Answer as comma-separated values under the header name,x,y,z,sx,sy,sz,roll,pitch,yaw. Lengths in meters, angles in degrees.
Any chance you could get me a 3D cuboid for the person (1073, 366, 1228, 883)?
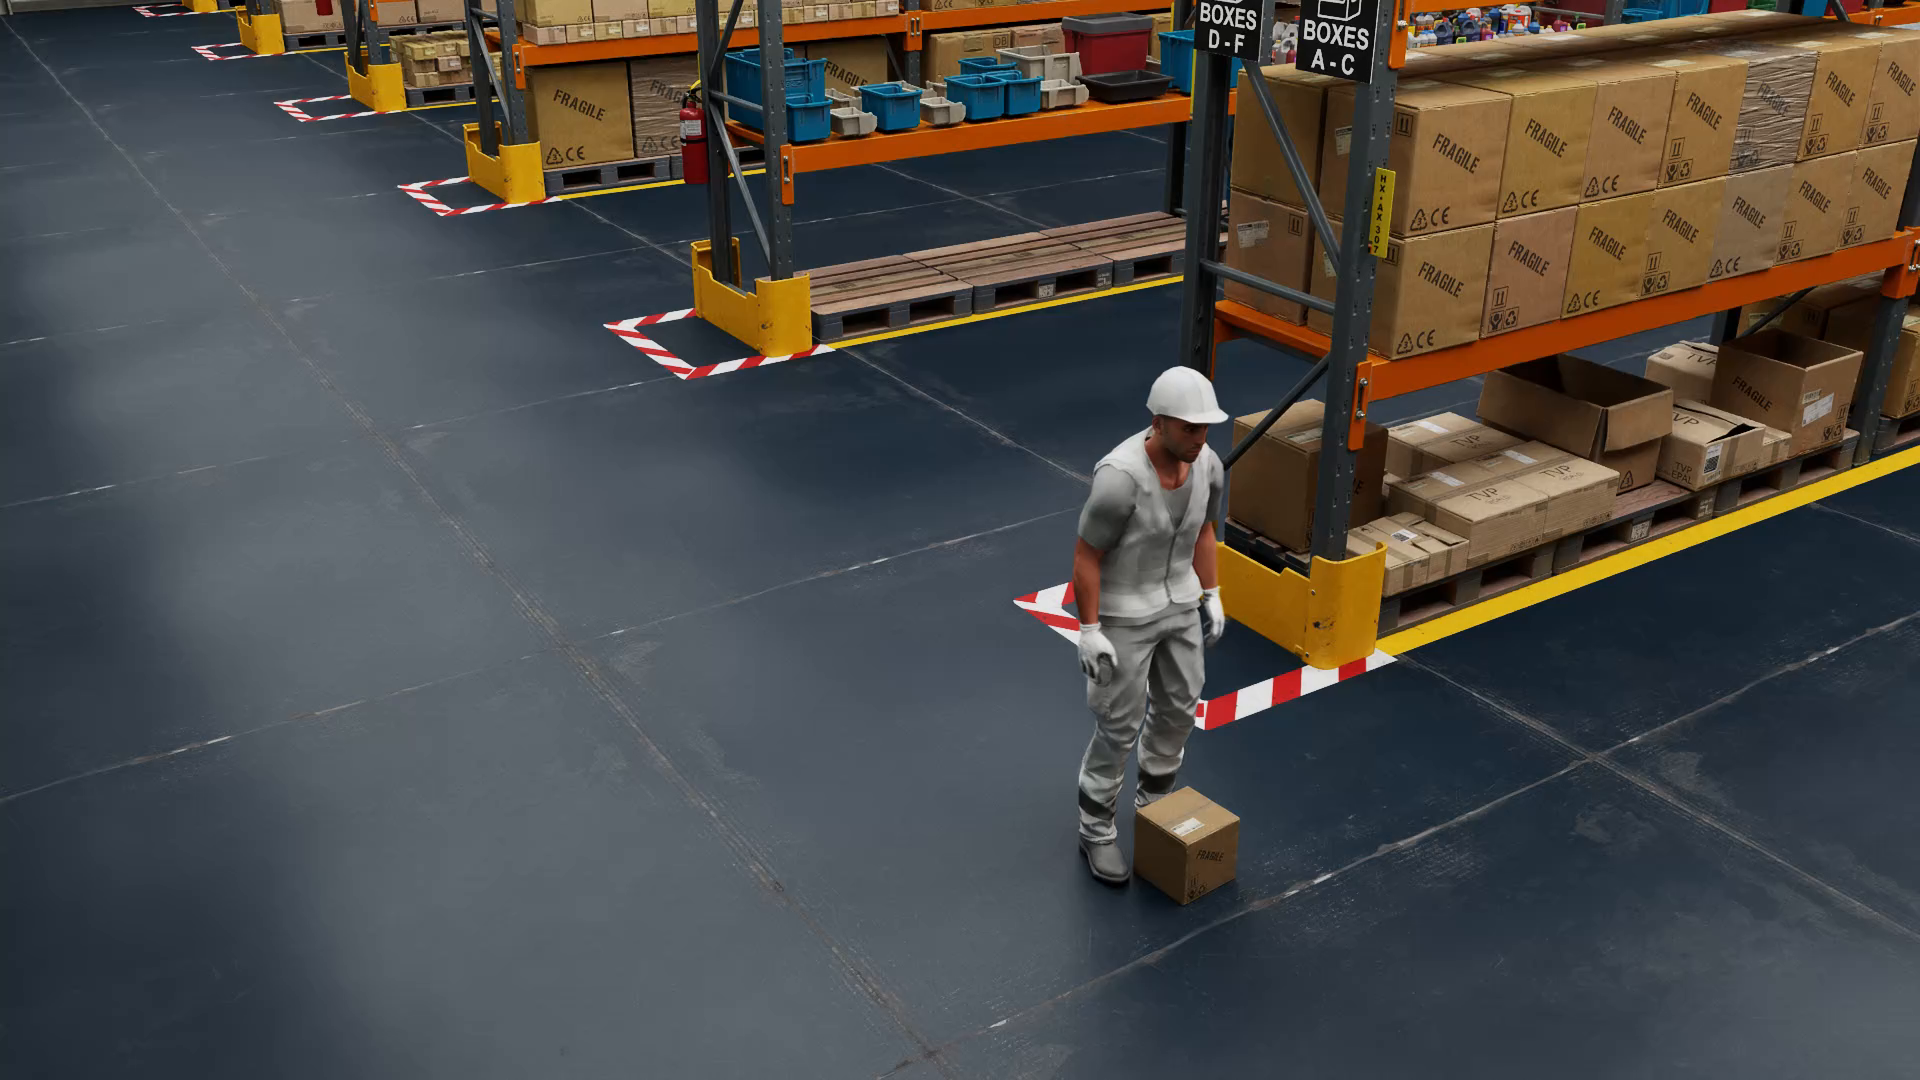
name,x,y,z,sx,sy,sz,roll,pitch,yaw
person,0.637,0.266,5.517,0.604,1.778,0.453,-16,29,-30
